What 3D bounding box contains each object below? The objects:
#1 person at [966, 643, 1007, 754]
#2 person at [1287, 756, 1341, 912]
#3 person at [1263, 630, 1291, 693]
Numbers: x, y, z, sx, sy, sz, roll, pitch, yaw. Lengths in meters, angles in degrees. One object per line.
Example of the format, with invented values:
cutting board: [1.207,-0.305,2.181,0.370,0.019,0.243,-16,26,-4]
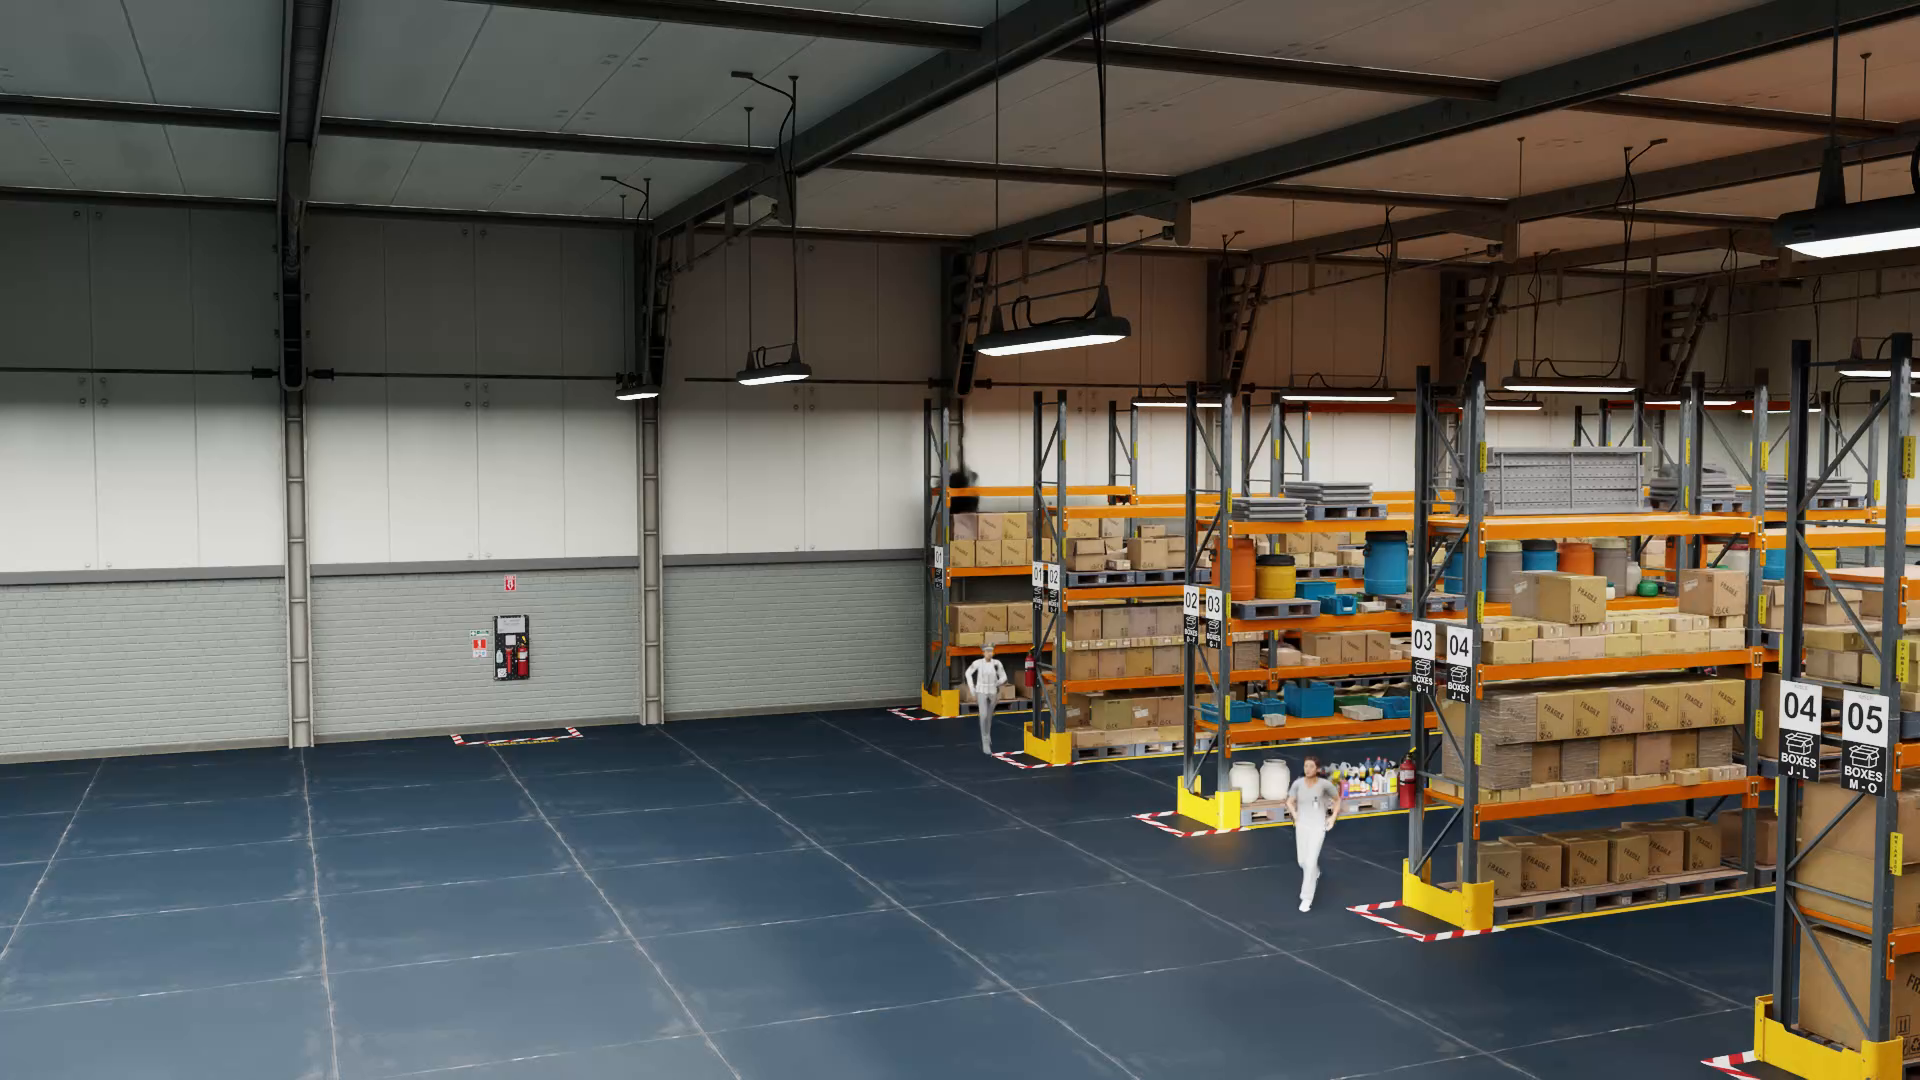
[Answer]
person: [0.441,2.495,26.560,0.628,1.734,0.746,-1,3,-14]
person: [3.955,3.241,18.628,0.588,1.684,0.813,2,4,28]
person: [5.825,2.498,30.553,0.661,1.727,0.705,-2,4,-29]
